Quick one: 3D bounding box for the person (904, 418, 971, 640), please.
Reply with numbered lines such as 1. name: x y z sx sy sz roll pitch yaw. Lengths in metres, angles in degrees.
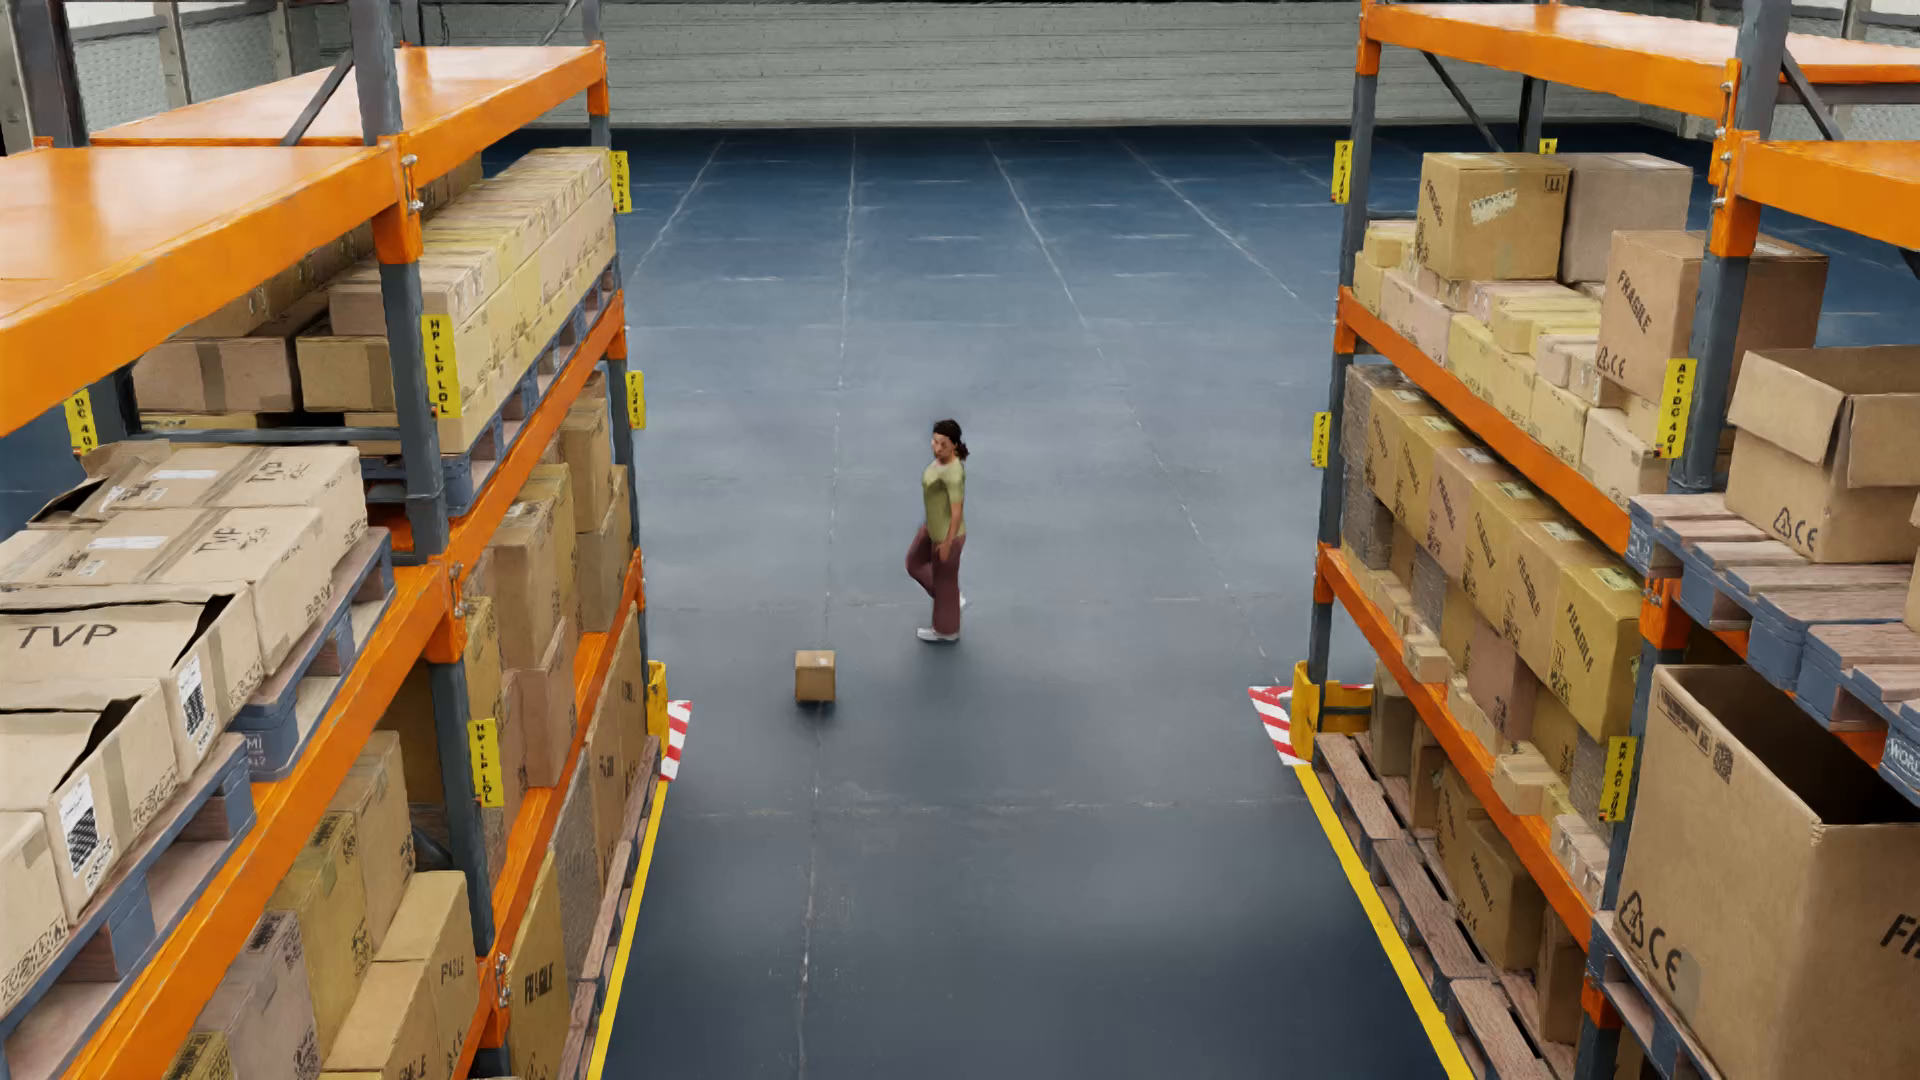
1. person: -0.156 -0.059 11.212 0.433 1.662 0.654 -2 21 -5
